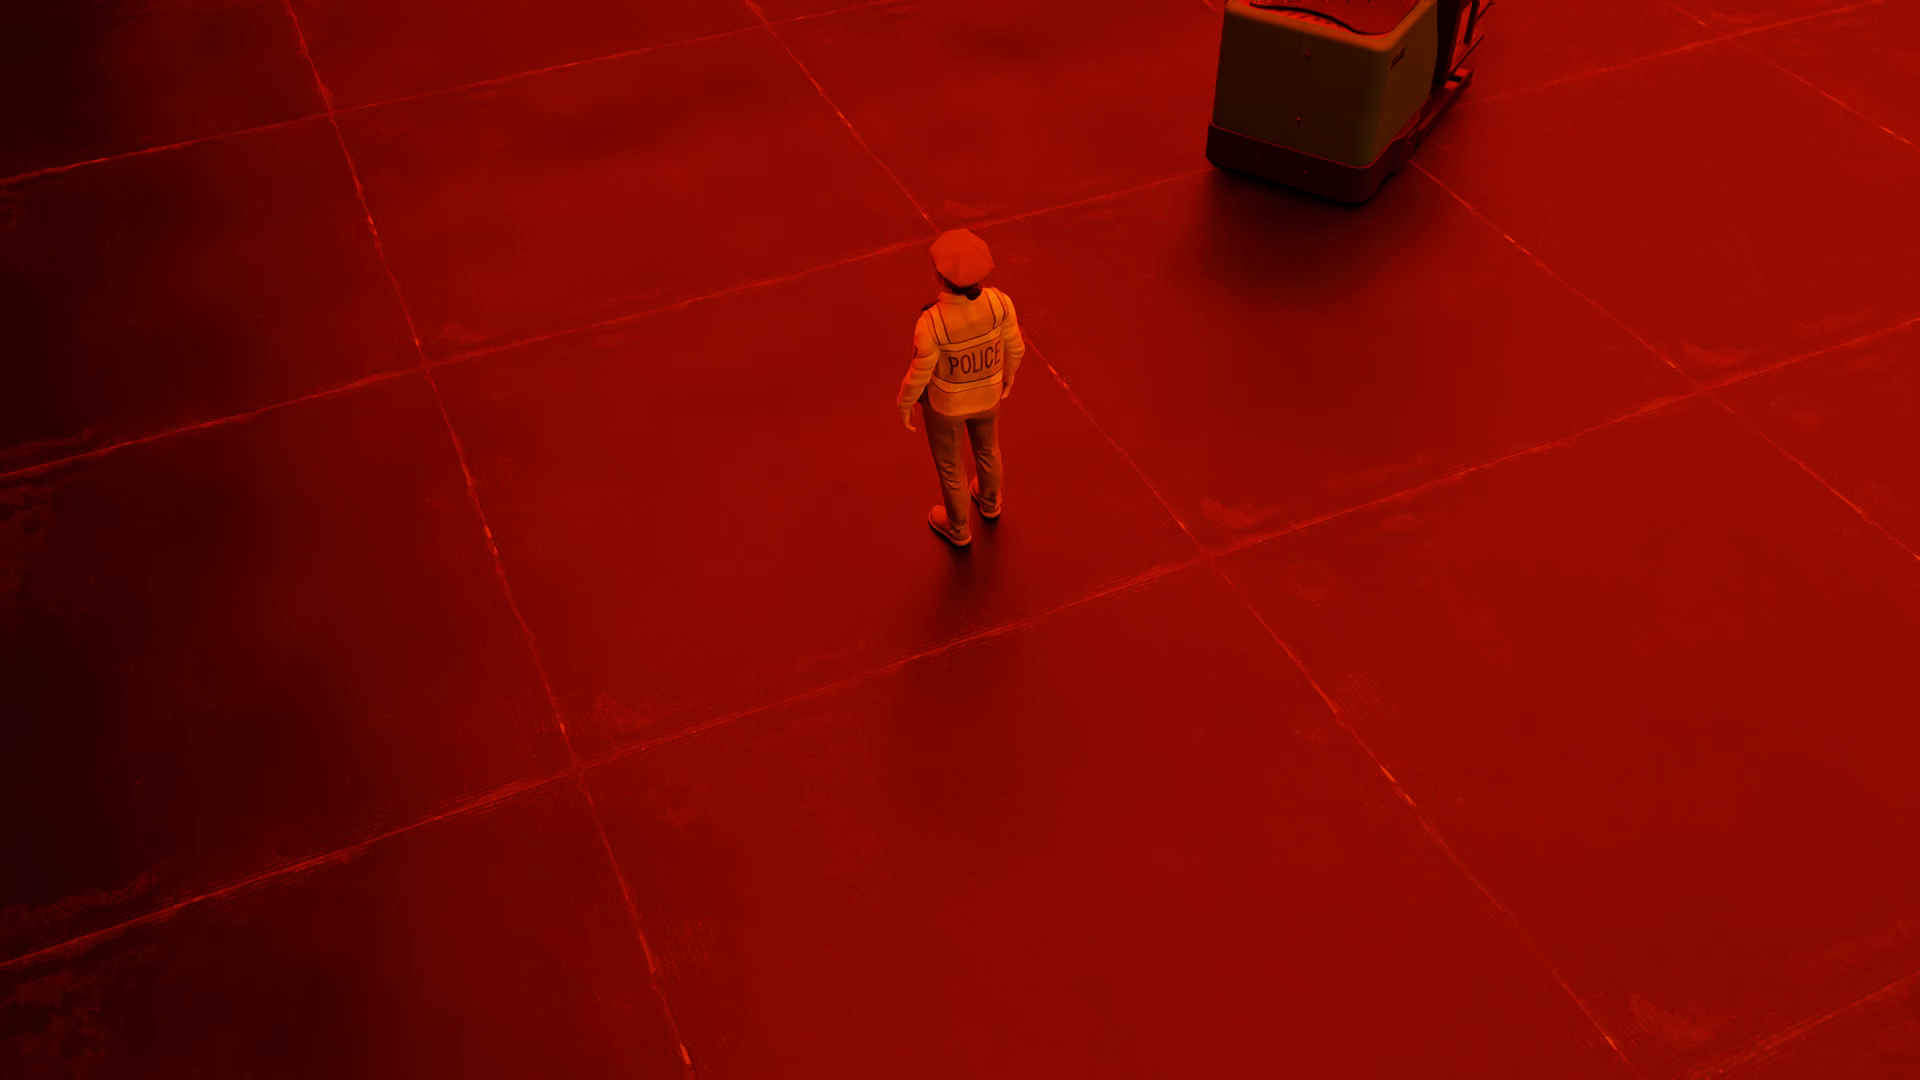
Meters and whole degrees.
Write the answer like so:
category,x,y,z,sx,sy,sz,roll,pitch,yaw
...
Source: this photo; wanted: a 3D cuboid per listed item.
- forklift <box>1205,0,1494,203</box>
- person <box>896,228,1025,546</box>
category,x,y,z,sx,sy,sz,roll,pitch,yaw
forklift,2.721,-4.052,10.022,1.130,2.935,3.031,23,48,23
person,-0.023,-0.670,7.293,0.586,1.694,0.530,-18,46,-18
